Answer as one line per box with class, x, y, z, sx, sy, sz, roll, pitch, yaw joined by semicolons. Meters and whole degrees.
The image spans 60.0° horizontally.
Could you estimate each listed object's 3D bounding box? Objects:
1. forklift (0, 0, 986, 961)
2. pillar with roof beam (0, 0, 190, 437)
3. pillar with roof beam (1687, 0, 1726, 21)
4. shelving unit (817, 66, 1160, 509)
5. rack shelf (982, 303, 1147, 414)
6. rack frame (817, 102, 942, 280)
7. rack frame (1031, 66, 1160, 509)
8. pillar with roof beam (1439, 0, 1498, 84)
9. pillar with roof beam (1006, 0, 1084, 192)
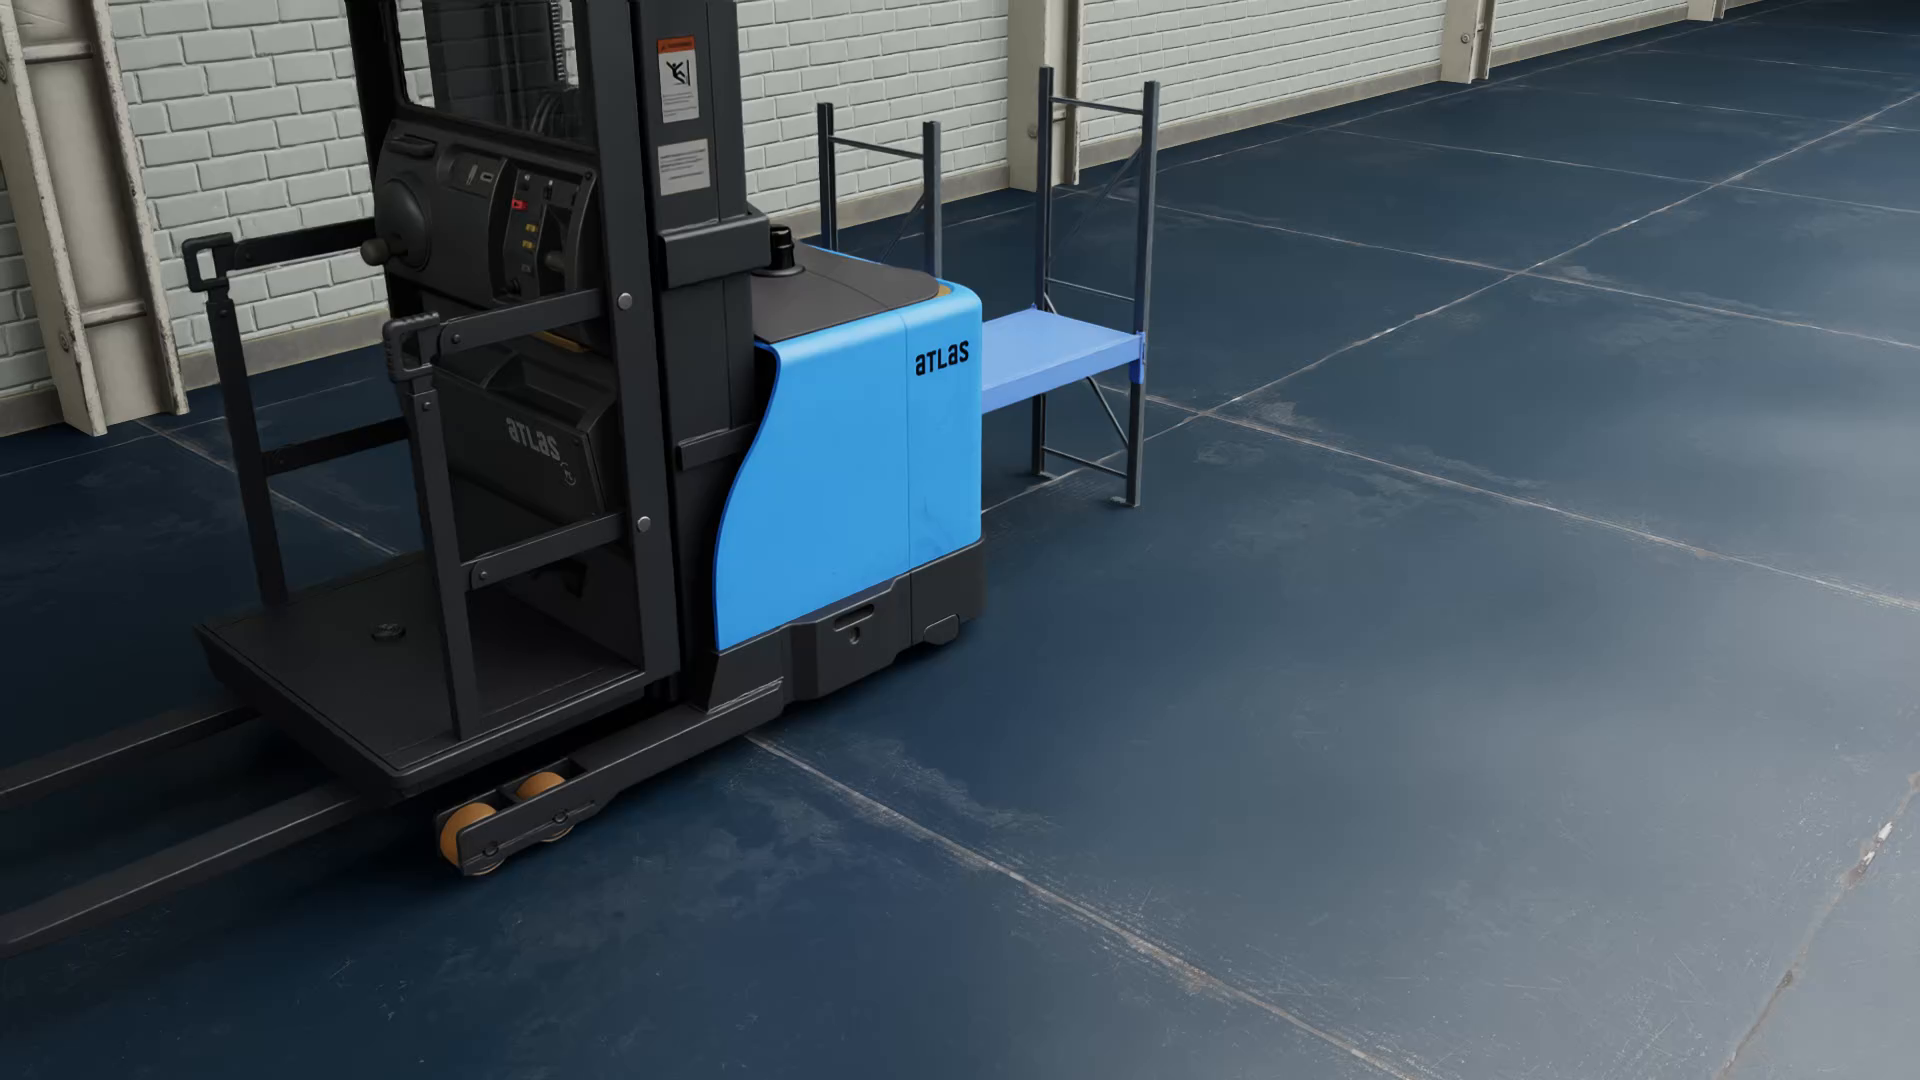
forklift;-1.311;-0.776;3.899;1.130;2.935;3.031;22;32;40
pillar with roof beam;-0.254;-3.446;2.438;9.100;9.000;0.400;20;31;38
pillar with roof beam;11.760;-8.931;14.669;9.100;9.000;0.400;20;31;38
shelving unit;0.109;-0.723;5.530;0.538;1.500;1.048;22;32;39
rack shelf;0.109;-0.559;5.604;0.538;0.185;1.000;22;32;39
rack frame;-0.244;-0.574;5.197;0.500;1.500;0.032;22;32;39
rack frame;0.462;-0.873;5.864;0.500;1.500;0.032;22;32;39
pillar with roof beam;7.755;-7.102;10.592;9.100;9.000;0.400;20;31;38
pillar with roof beam;3.751;-5.274;6.515;9.100;9.000;0.400;20;31;38
